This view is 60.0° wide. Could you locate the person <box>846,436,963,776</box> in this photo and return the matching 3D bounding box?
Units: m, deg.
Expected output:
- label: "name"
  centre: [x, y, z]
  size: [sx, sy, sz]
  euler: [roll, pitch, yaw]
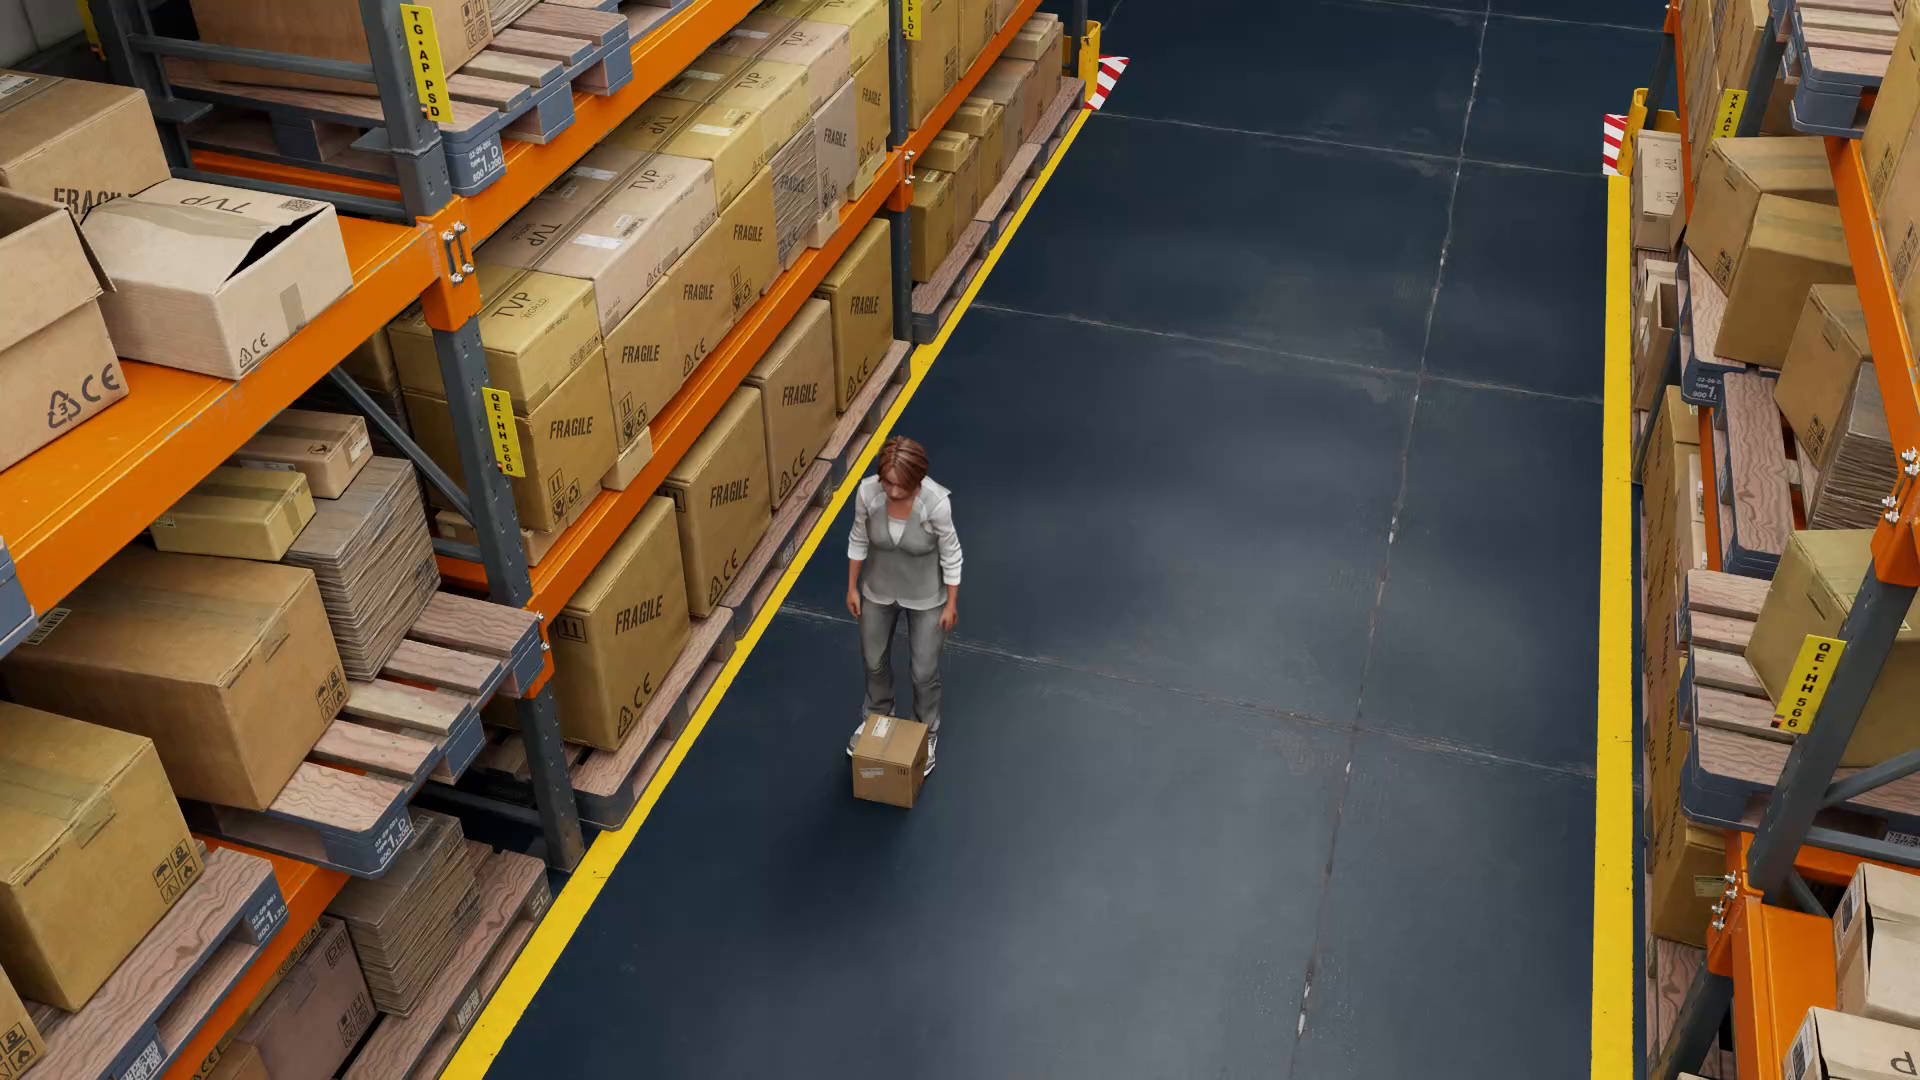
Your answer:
- label: "person"
  centre: [-0.227, 0.241, 6.586]
  size: [0.466, 1.590, 0.376]
  euler: [9, 38, 11]
